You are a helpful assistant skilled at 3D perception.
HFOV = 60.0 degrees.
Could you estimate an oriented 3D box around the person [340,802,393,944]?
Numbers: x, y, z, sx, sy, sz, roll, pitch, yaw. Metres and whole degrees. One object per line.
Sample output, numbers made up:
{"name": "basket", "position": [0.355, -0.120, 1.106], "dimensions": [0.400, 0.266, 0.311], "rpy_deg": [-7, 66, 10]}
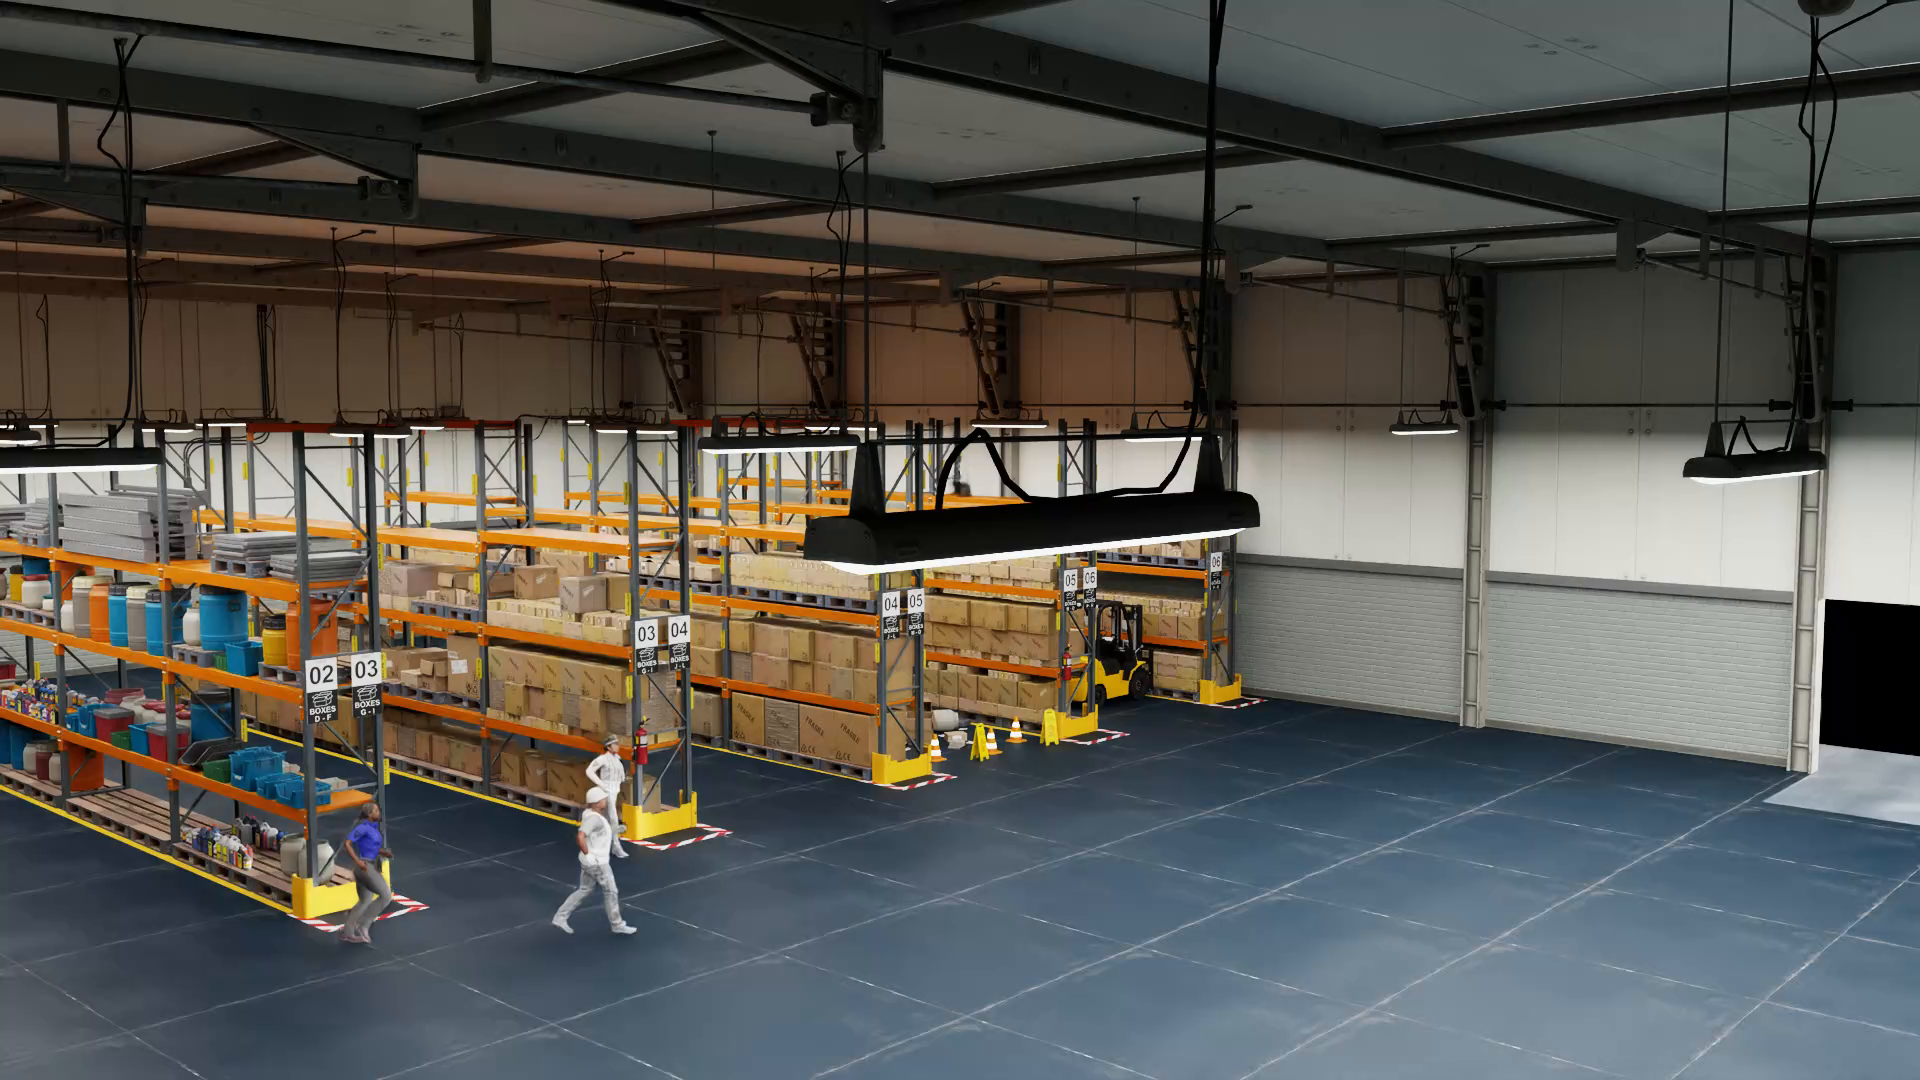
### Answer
{"name": "person", "position": [-7.015, 3.960, 19.658], "dimensions": [0.615, 1.504, 0.627], "rpy_deg": [-1, 5, -15]}

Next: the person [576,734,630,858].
{"name": "person", "position": [-4.992, 3.593, 23.488], "dimensions": [0.869, 1.713, 0.611], "rpy_deg": [2, 5, 19]}

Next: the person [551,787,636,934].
{"name": "person", "position": [-4.326, 3.800, 19.620], "dimensions": [0.992, 1.782, 0.679], "rpy_deg": [-2, 5, -25]}
